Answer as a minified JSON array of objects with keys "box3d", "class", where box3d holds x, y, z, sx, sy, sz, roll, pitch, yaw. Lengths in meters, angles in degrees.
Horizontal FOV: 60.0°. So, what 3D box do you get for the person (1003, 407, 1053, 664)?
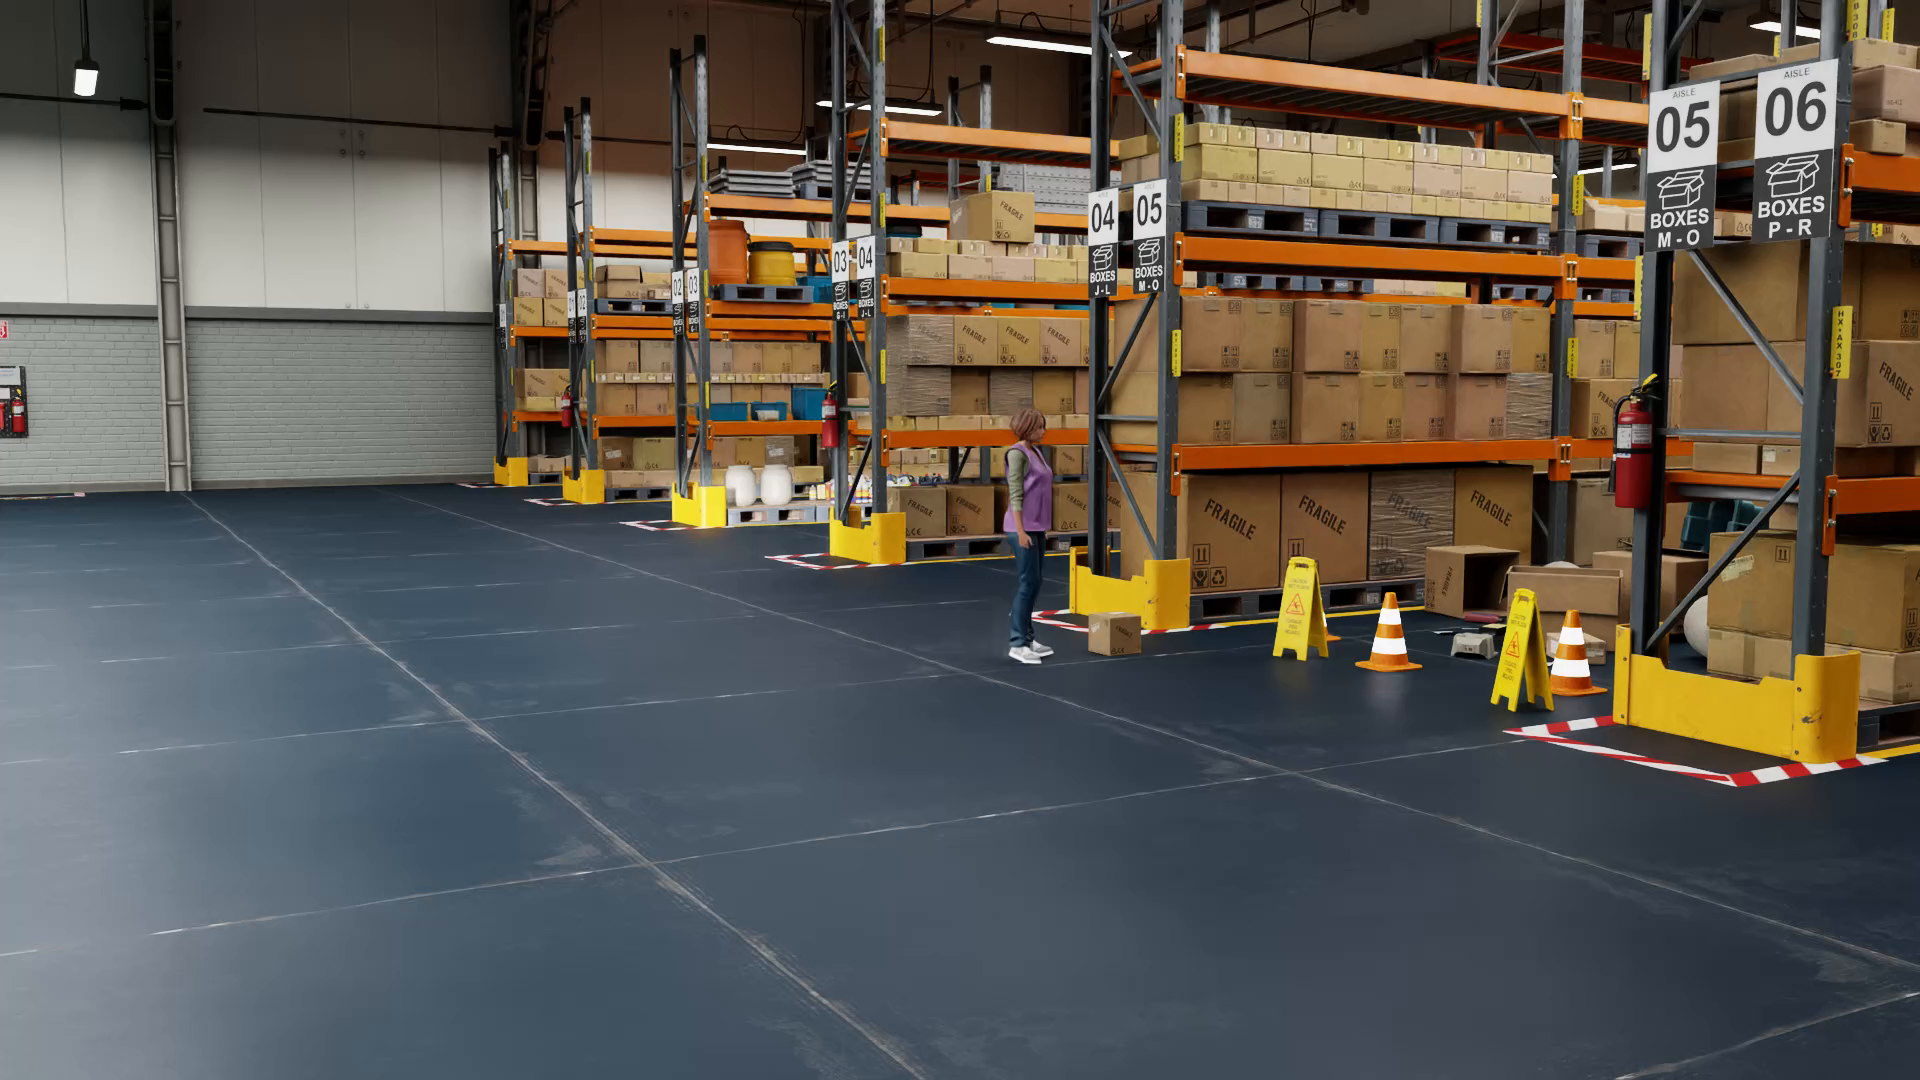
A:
[{"box3d":[0.431,-0.036,10.597,0.326,1.615,0.491,2,6,21],"class":"person"}]
